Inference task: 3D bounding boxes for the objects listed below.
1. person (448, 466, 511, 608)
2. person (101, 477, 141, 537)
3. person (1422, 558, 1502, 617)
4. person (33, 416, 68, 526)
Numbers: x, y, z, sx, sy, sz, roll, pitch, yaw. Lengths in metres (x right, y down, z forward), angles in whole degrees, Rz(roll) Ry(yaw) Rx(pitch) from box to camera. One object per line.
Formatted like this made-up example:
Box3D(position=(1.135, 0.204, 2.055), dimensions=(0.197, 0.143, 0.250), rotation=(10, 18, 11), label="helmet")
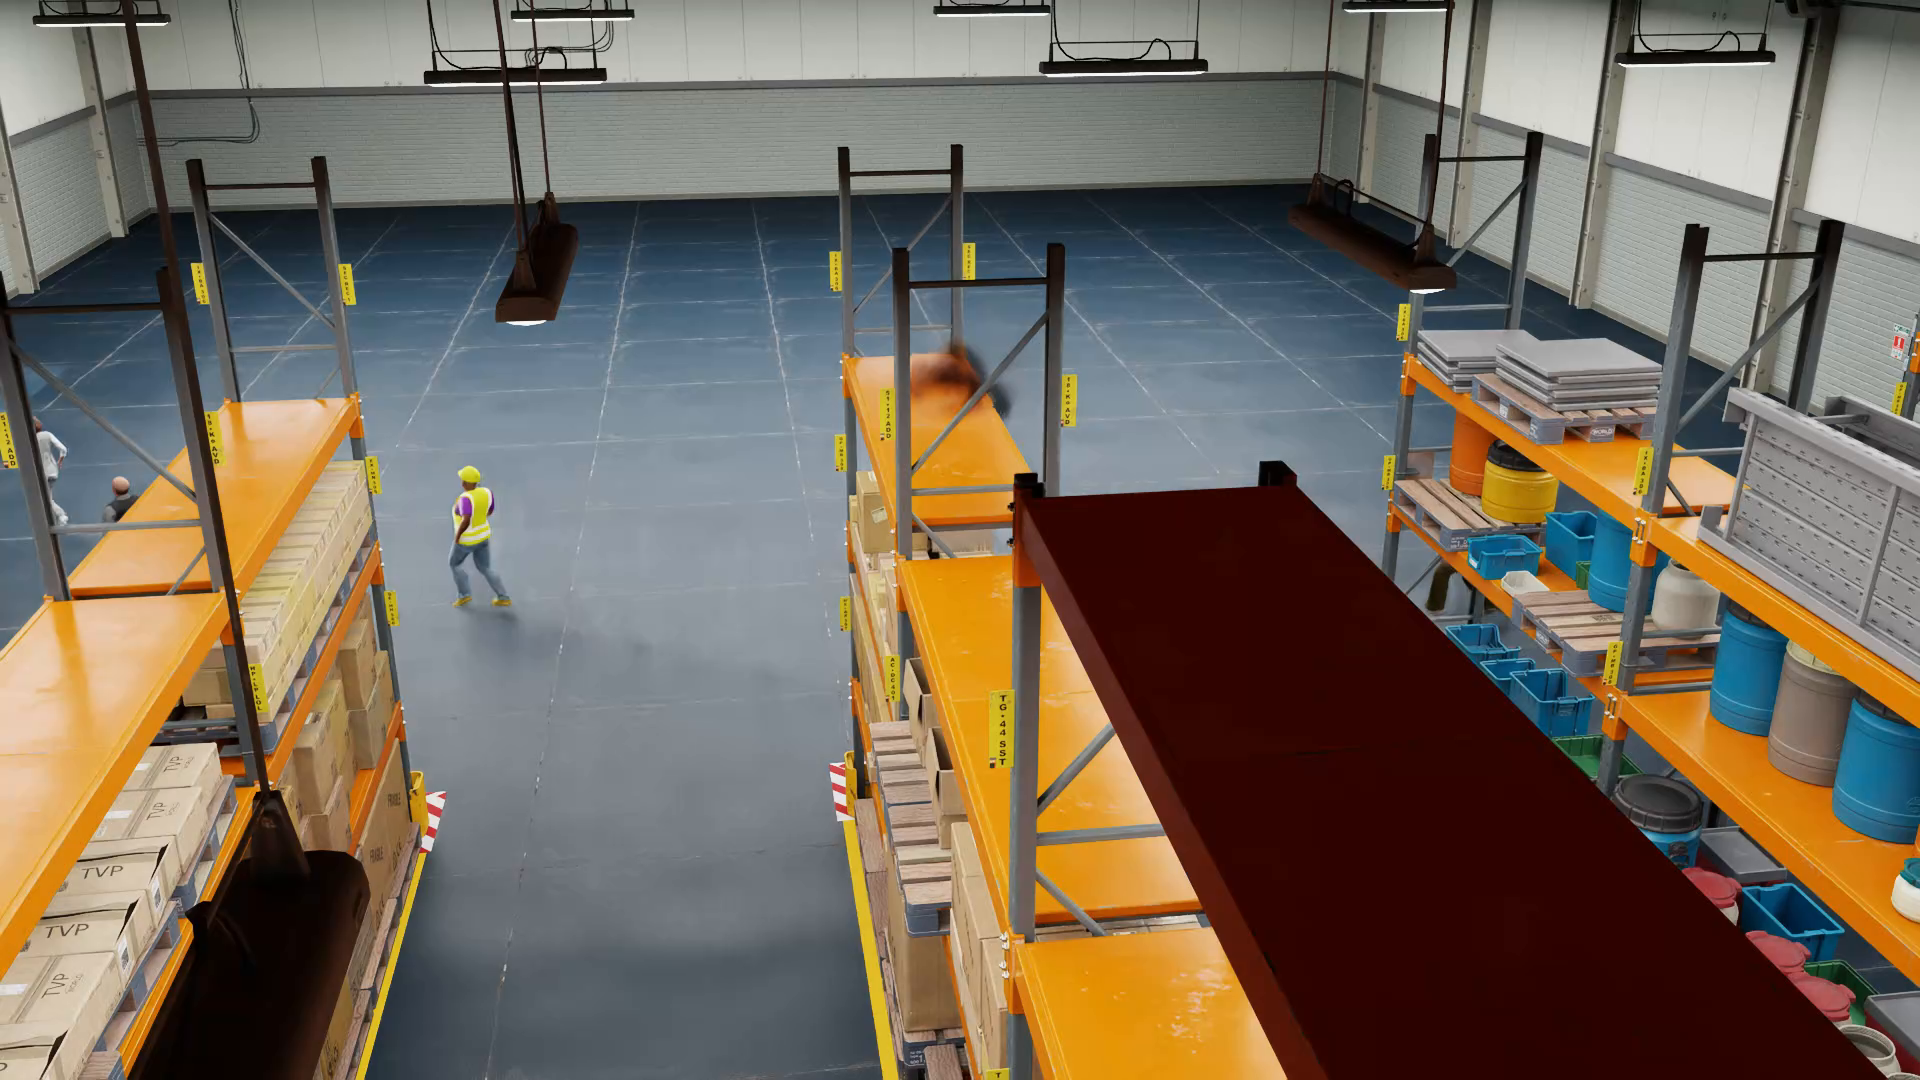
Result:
Box3D(position=(-5.639, 0.009, 19.274), dimensions=(0.804, 1.798, 0.702), rotation=(13, 25, 30), label="person")
Box3D(position=(-9.587, 0.060, 19.243), dimensions=(0.578, 1.684, 0.665), rotation=(15, 26, 32), label="person")
Box3D(position=(5.744, 0.125, 18.950), dimensions=(0.925, 1.815, 0.725), rotation=(9, 23, 21), label="person")
Box3D(position=(-11.873, -0.842, 21.597), dimensions=(0.804, 1.576, 0.538), rotation=(15, 26, 33), label="person")
